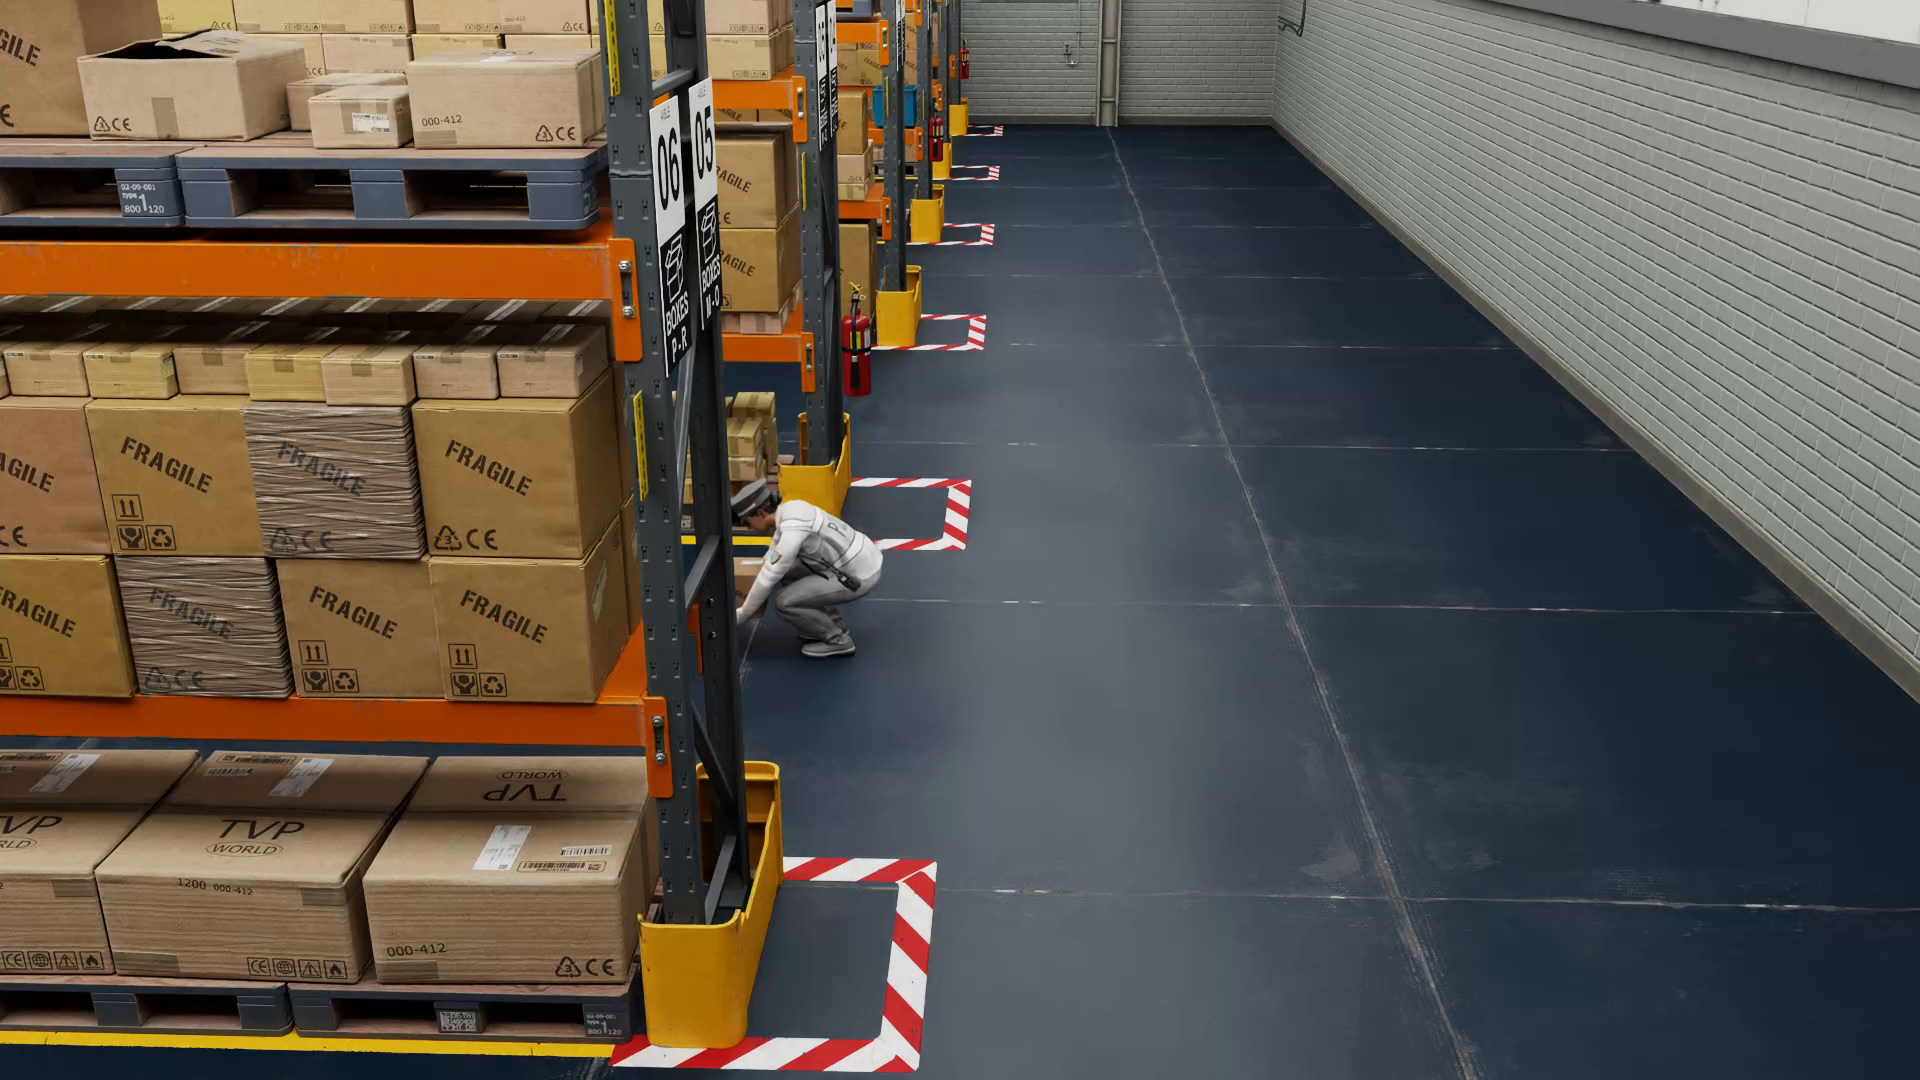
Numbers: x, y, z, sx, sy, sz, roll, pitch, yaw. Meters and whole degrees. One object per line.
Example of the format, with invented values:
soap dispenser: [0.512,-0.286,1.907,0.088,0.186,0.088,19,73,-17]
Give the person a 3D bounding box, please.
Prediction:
person: [-0.825,0.126,8.831,0.824,0.964,0.495,1,21,2]
